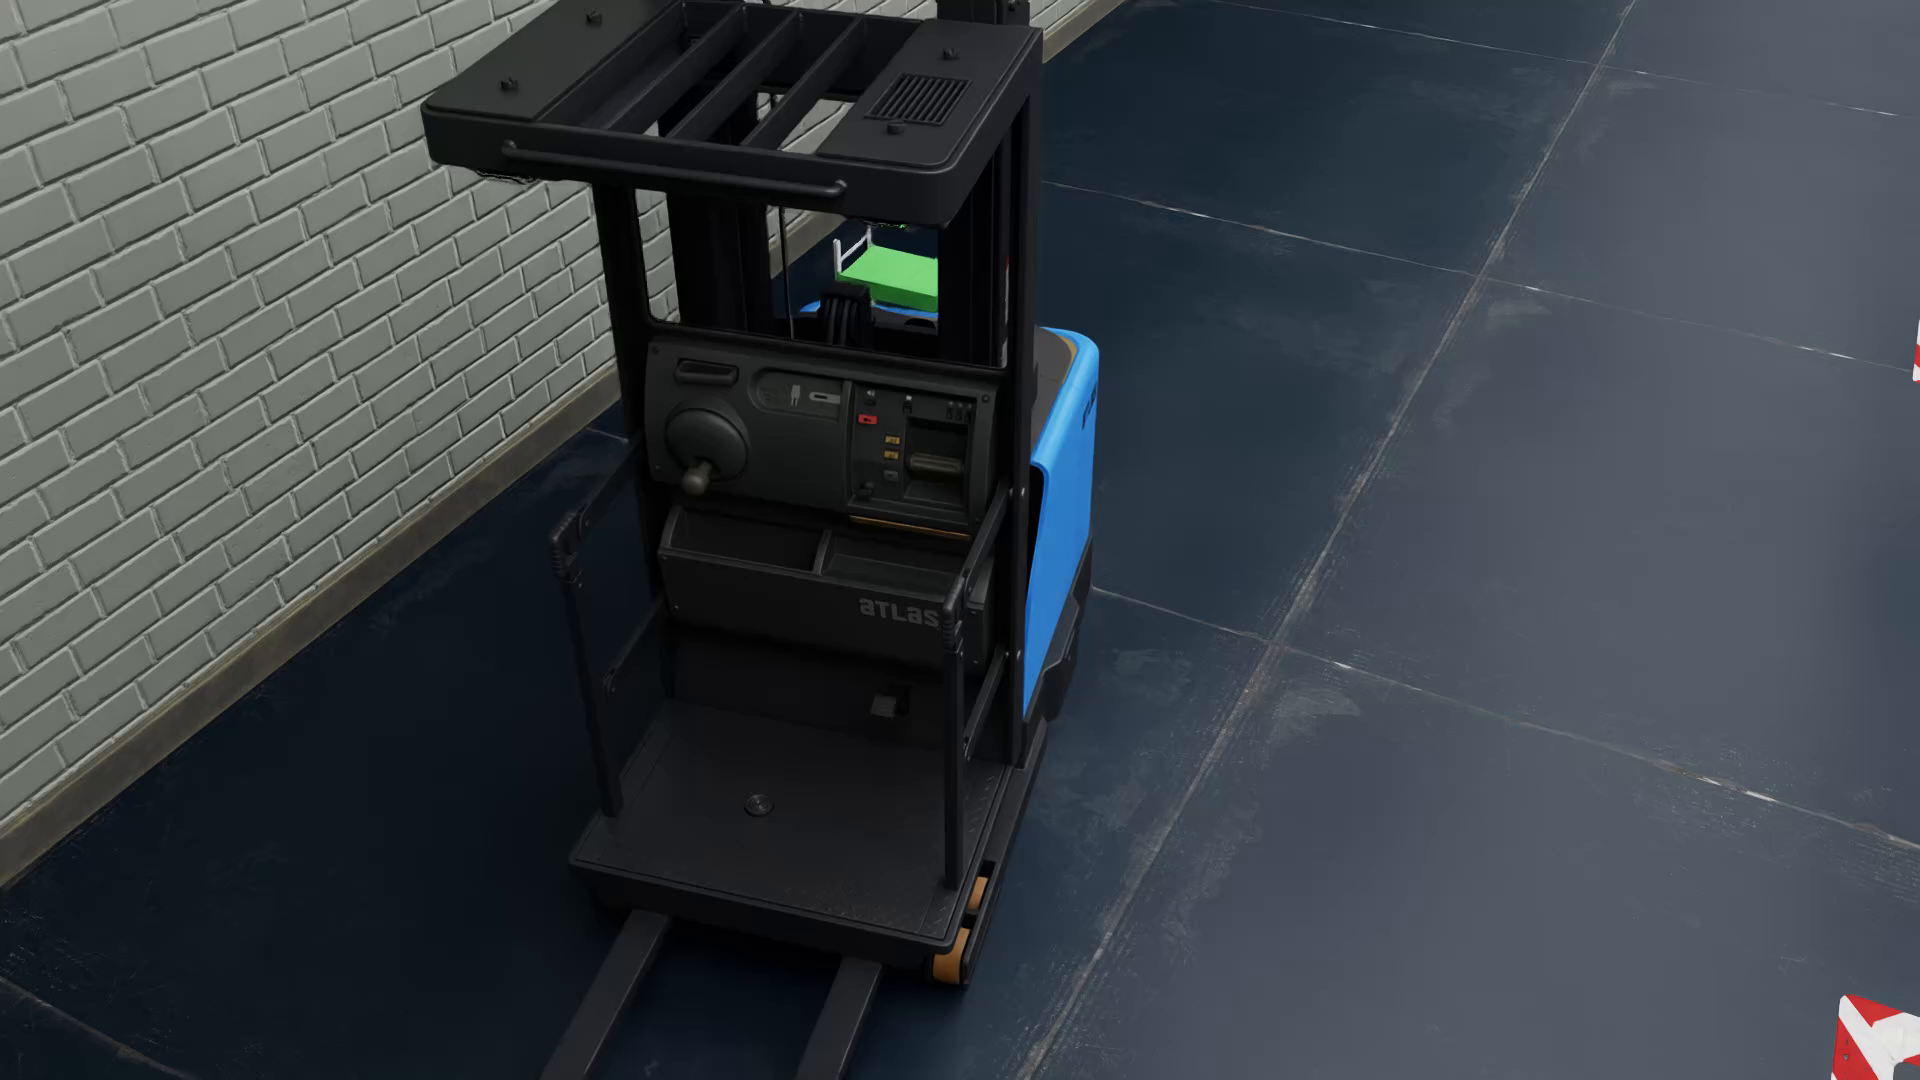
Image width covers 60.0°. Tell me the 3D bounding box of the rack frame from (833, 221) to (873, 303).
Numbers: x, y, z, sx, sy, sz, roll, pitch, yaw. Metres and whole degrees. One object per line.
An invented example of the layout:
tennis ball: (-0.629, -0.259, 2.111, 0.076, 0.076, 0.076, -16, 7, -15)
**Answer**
rack frame: (-0.369, -0.592, 6.037, 0.015, 1.200, 0.240, 16, 40, 20)

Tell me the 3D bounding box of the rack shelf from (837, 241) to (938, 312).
rack shelf: (-0.148, -0.861, 5.704, 0.480, 0.148, 0.258, 16, 40, 20)

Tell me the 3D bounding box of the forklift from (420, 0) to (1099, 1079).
forklift: (-0.423, -0.198, 4.087, 1.130, 2.935, 3.031, 9, 38, 12)

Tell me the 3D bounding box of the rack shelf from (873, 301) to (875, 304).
rack shelf: (-0.148, -0.670, 5.849, 0.480, 0.148, 0.258, 16, 40, 20)

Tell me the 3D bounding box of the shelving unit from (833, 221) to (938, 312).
shelving unit: (-0.148, -0.530, 5.955, 0.503, 1.200, 0.258, 16, 40, 20)
